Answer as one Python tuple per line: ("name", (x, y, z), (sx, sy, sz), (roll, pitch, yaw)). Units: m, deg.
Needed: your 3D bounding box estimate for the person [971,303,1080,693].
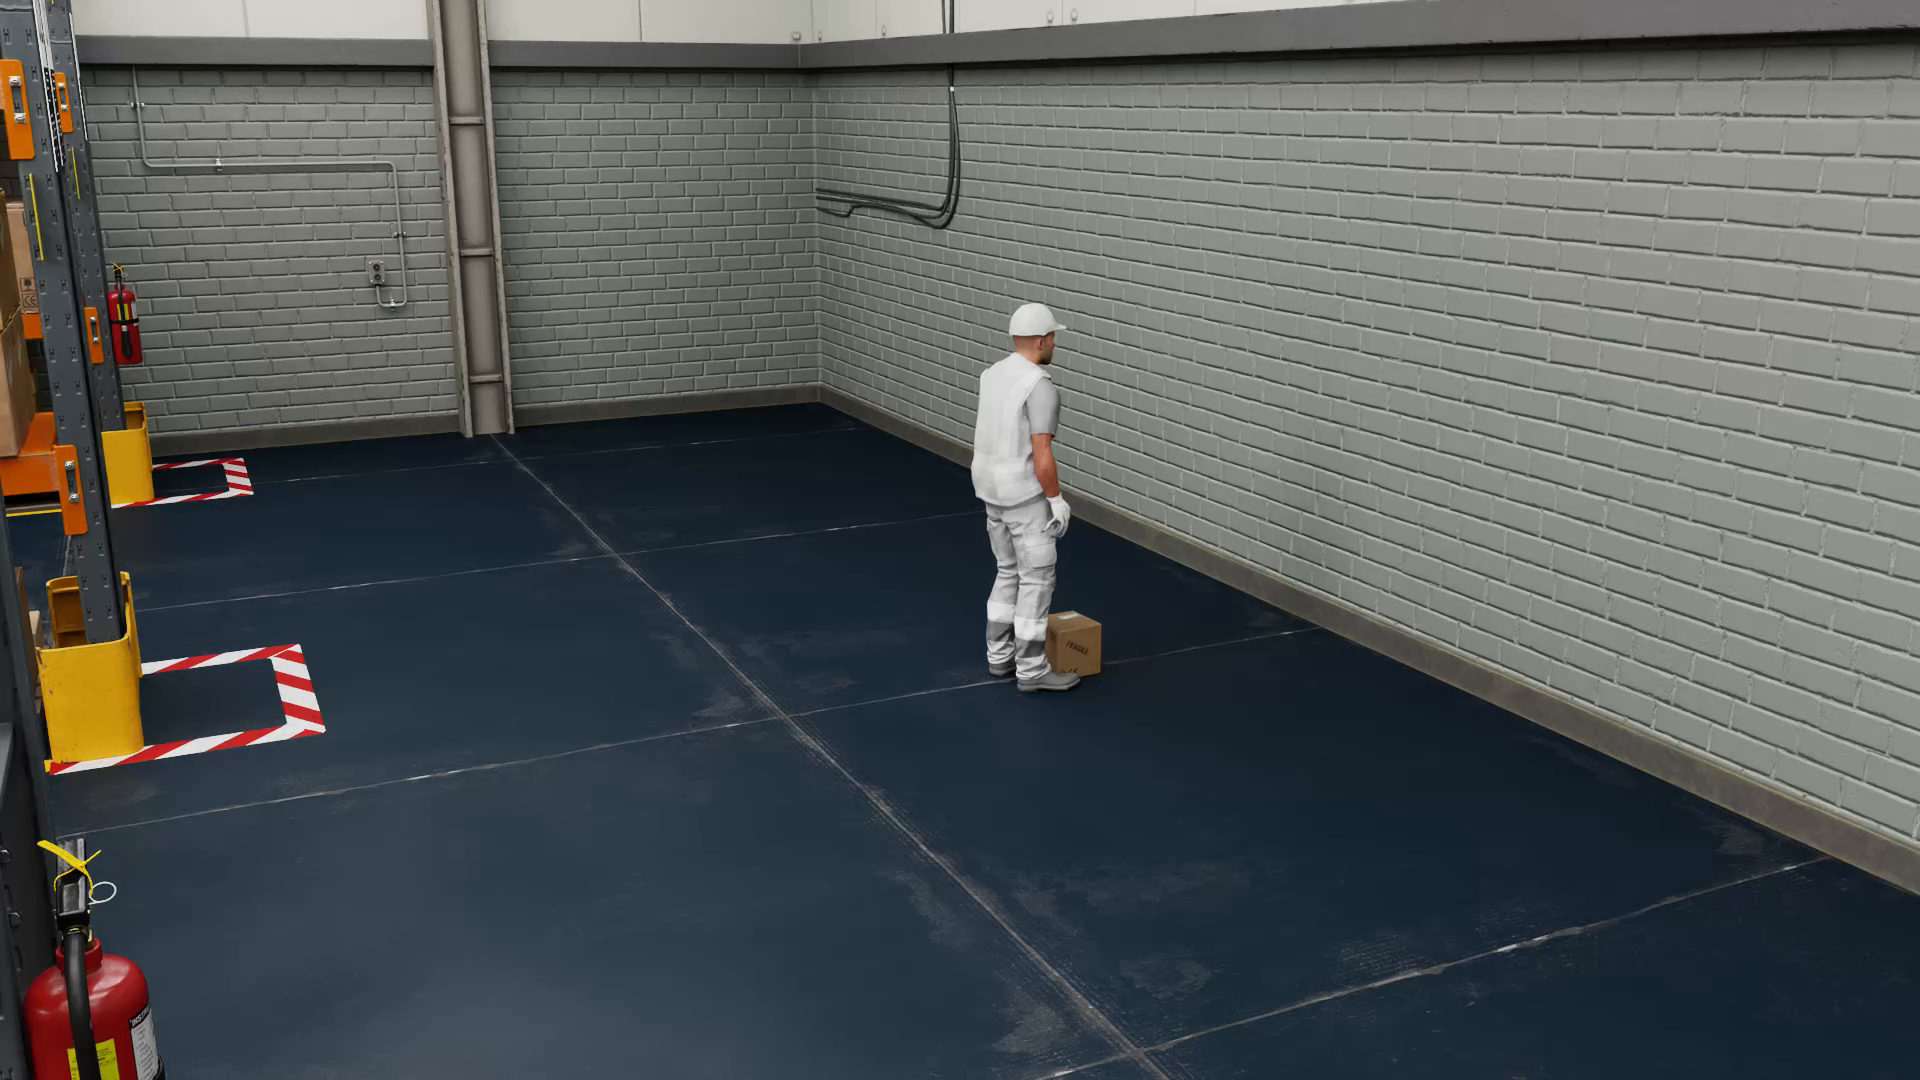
("person", (0.297, -0.206, 7.753), (0.448, 1.780, 0.619), (-8, 17, -28))
